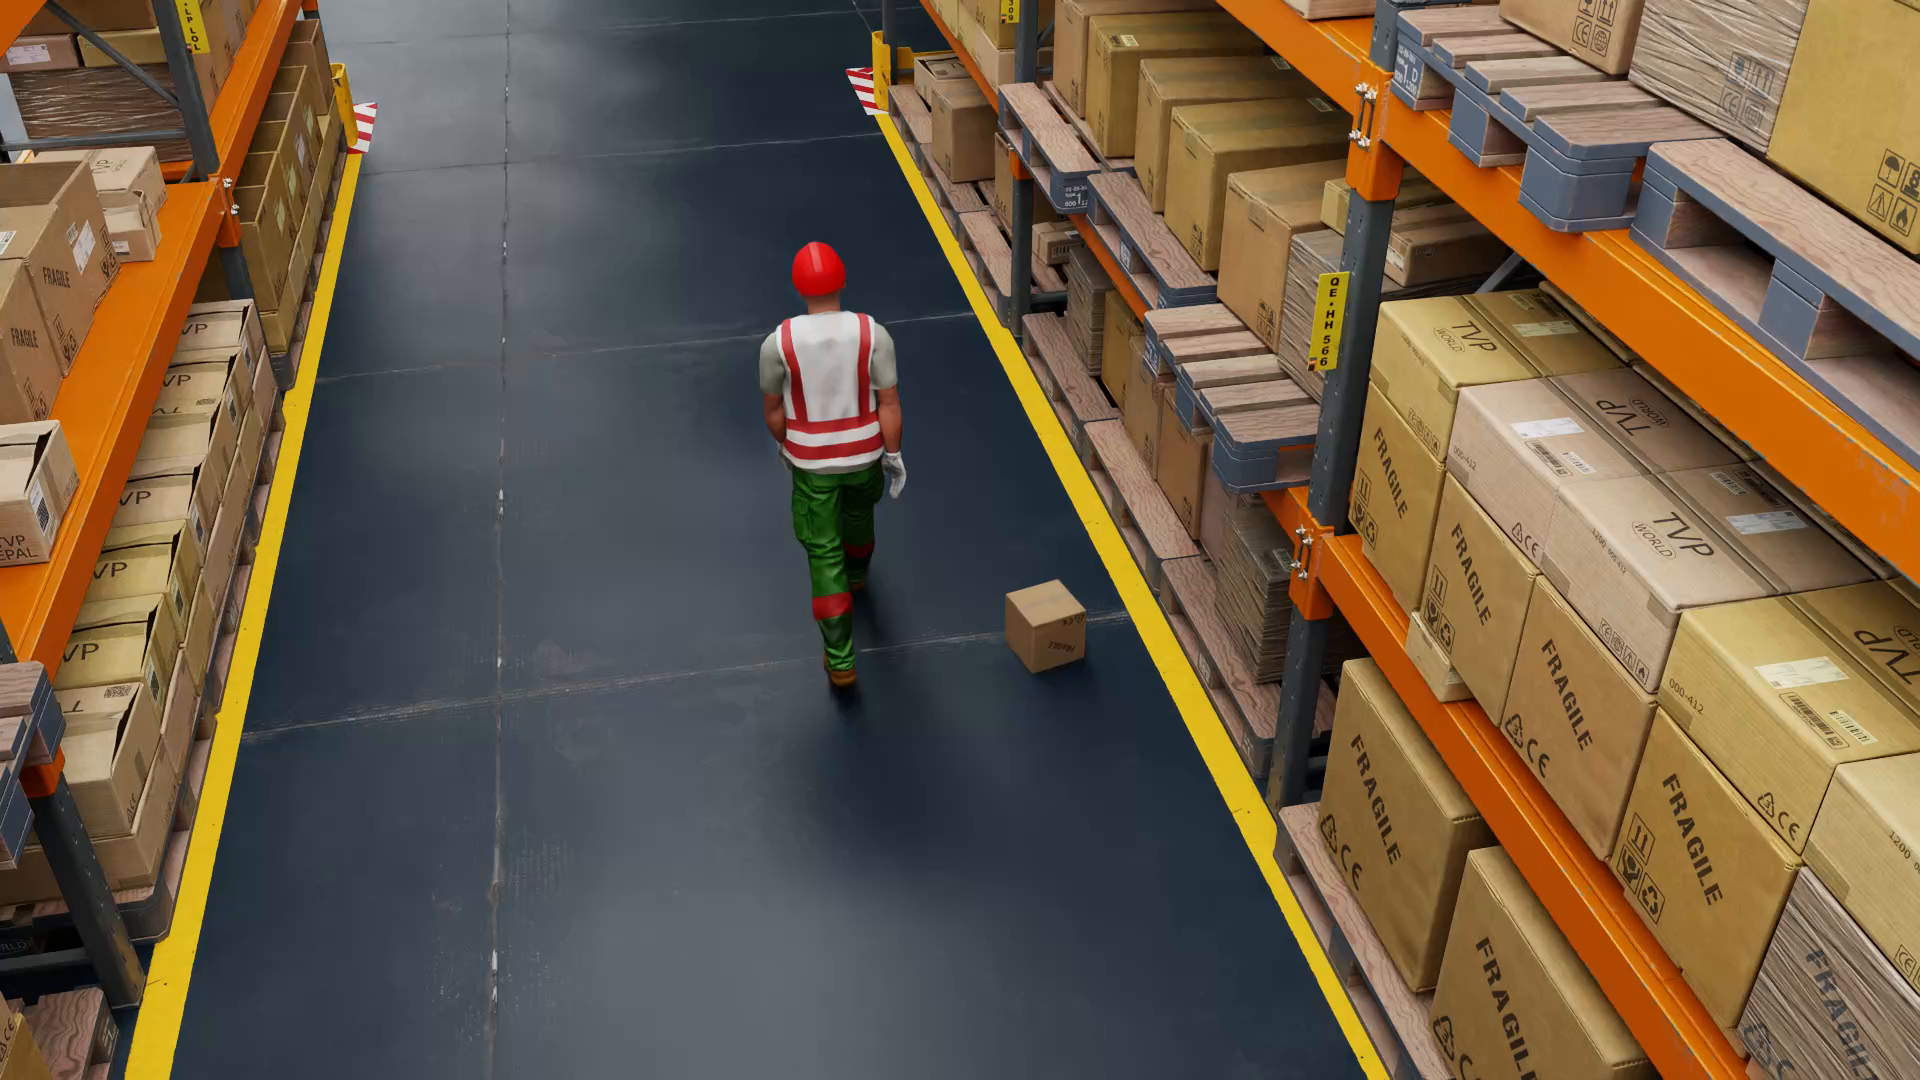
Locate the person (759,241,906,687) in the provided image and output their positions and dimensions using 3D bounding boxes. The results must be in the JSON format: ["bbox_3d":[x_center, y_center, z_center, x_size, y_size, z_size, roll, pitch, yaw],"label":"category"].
[{"bbox_3d":[-0.508,-0.358,6.650,0.543,1.749,1.043,-7,35,-11],"label":"person"}]
